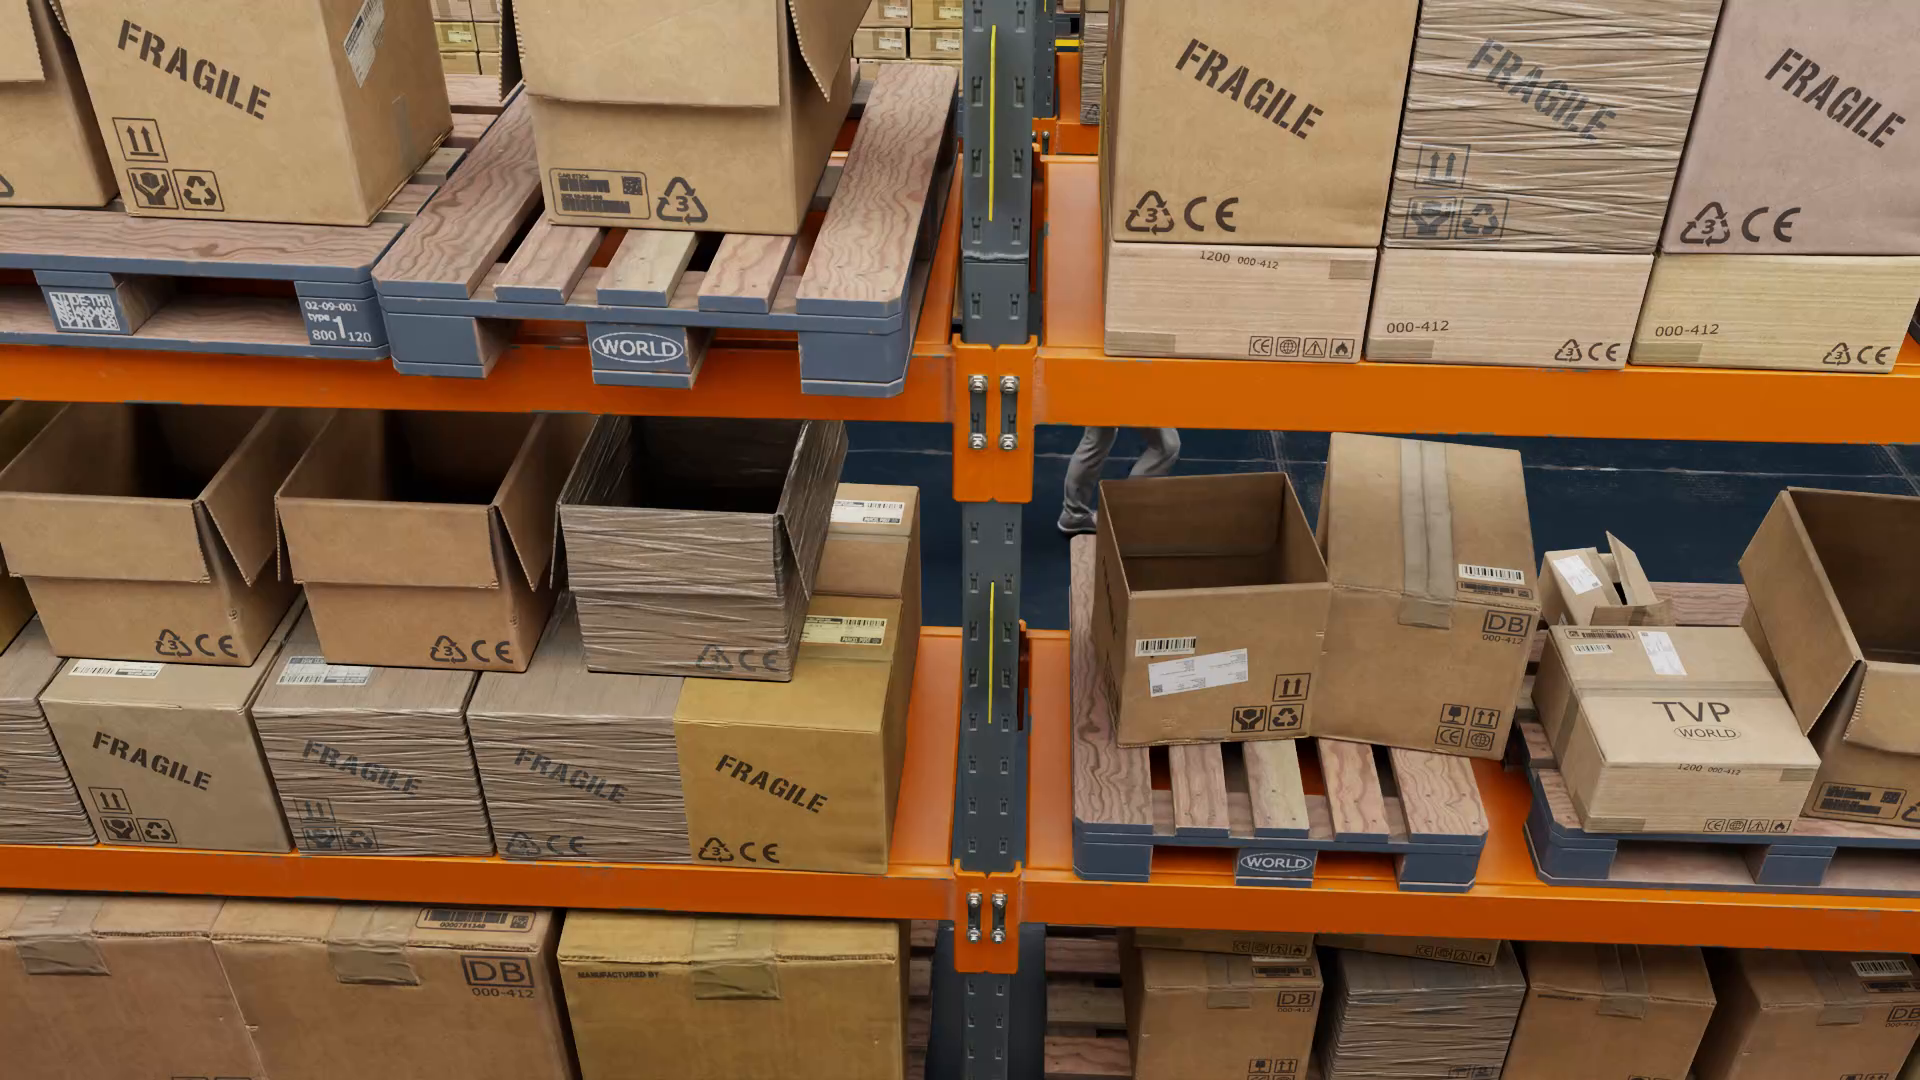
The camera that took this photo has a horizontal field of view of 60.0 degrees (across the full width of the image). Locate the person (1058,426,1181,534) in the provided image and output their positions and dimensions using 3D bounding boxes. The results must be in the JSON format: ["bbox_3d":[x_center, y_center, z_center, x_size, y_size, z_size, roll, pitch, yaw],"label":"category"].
[{"bbox_3d":[0.691,-0.699,7.100,0.490,1.737,0.476,-6,36,-8],"label":"person"}]
